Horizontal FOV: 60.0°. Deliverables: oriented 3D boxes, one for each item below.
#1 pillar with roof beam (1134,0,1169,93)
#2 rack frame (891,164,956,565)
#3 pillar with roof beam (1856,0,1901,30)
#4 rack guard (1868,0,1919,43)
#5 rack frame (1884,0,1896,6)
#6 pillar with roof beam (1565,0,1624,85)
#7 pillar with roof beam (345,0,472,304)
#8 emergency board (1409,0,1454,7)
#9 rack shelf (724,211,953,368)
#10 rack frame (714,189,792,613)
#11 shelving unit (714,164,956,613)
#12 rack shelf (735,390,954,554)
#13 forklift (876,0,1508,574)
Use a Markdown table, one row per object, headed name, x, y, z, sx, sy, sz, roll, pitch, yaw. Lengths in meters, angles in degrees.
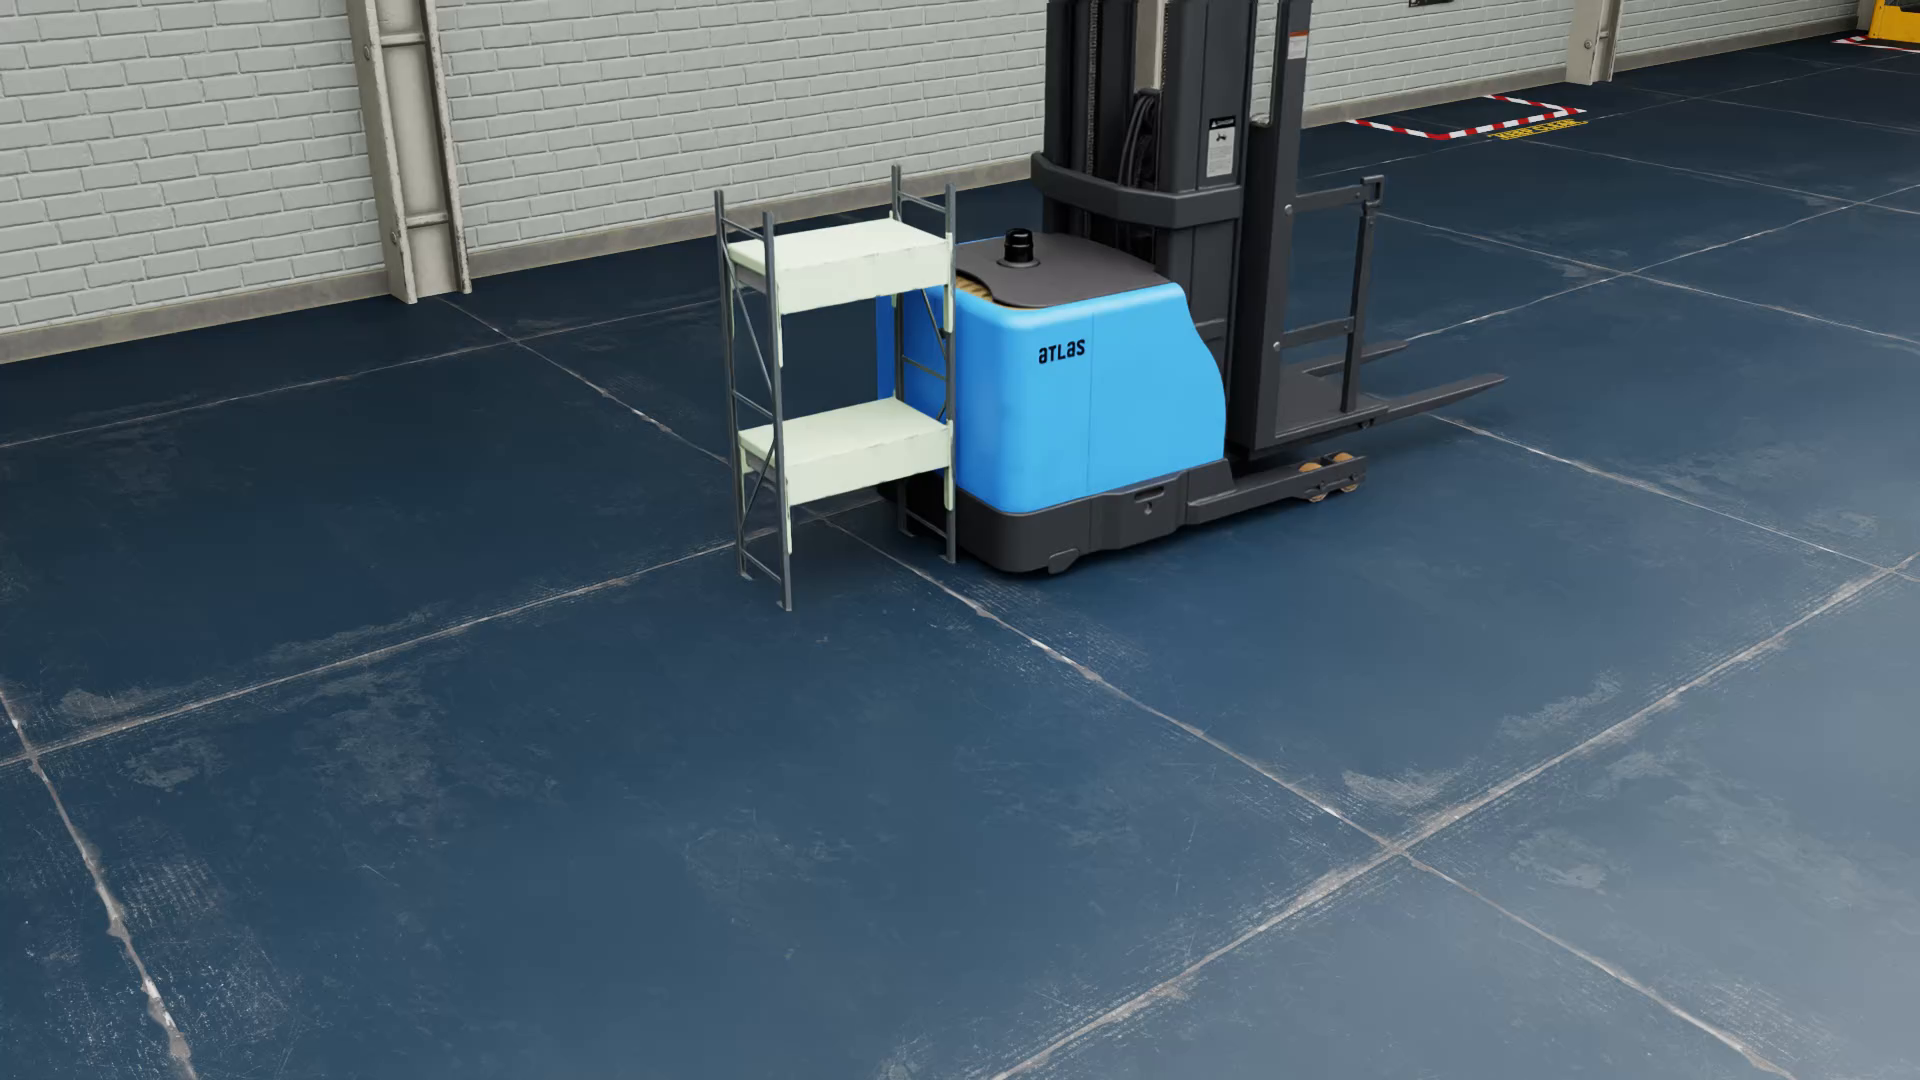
| name | x | y | z | sx | sy | sz | roll | pitch | yaw |
| --- | --- | --- | --- | --- | --- | --- | --- | --- | --- |
| pillar with roof beam | 4.214 | -5.695 | 8.332 | 0.400 | 9.000 | 9.100 | -18 | 31 | -34 |
| rack frame | -0.136 | -0.653 | 6.376 | 0.023 | 1.500 | 0.400 | -16 | 29 | -30 |
| pillar with roof beam | 13.657 | -8.812 | 15.048 | 0.400 | 9.000 | 9.100 | -18 | 31 | -34 |
| rack guard | 11.043 | -5.935 | 18.944 | 0.348 | 0.500 | 1.175 | -18 | 31 | -34 |
| rack frame | 10.983 | -7.049 | 18.375 | 0.127 | 3.000 | 1.000 | -18 | 31 | -34 |
| pillar with roof beam | 8.935 | -7.254 | 11.690 | 0.400 | 9.000 | 9.100 | -18 | 31 | -34 |
| pillar with roof beam | -0.508 | -4.136 | 4.973 | 0.400 | 9.000 | 9.100 | -18 | 31 | -34 |
| emergency board | 4.293 | -5.333 | 14.678 | 0.626 | 1.169 | 0.157 | -18 | 31 | -34 |
| rack shelf | -0.440 | -0.922 | 6.027 | 0.720 | 0.370 | 0.431 | -16 | 29 | -30 |
| rack frame | -0.745 | -0.482 | 6.007 | 0.023 | 1.500 | 0.400 | -16 | 29 | -30 |
| shelving unit | -0.440 | -0.568 | 6.191 | 0.755 | 1.500 | 0.431 | -16 | 29 | -30 |
| rack shelf | -0.440 | -0.272 | 6.329 | 0.720 | 0.370 | 0.431 | -16 | 29 | -30 |
| forklift | 1.155 | -1.660 | 6.846 | 3.031 | 2.935 | 1.130 | -16 | 29 | -30 |
